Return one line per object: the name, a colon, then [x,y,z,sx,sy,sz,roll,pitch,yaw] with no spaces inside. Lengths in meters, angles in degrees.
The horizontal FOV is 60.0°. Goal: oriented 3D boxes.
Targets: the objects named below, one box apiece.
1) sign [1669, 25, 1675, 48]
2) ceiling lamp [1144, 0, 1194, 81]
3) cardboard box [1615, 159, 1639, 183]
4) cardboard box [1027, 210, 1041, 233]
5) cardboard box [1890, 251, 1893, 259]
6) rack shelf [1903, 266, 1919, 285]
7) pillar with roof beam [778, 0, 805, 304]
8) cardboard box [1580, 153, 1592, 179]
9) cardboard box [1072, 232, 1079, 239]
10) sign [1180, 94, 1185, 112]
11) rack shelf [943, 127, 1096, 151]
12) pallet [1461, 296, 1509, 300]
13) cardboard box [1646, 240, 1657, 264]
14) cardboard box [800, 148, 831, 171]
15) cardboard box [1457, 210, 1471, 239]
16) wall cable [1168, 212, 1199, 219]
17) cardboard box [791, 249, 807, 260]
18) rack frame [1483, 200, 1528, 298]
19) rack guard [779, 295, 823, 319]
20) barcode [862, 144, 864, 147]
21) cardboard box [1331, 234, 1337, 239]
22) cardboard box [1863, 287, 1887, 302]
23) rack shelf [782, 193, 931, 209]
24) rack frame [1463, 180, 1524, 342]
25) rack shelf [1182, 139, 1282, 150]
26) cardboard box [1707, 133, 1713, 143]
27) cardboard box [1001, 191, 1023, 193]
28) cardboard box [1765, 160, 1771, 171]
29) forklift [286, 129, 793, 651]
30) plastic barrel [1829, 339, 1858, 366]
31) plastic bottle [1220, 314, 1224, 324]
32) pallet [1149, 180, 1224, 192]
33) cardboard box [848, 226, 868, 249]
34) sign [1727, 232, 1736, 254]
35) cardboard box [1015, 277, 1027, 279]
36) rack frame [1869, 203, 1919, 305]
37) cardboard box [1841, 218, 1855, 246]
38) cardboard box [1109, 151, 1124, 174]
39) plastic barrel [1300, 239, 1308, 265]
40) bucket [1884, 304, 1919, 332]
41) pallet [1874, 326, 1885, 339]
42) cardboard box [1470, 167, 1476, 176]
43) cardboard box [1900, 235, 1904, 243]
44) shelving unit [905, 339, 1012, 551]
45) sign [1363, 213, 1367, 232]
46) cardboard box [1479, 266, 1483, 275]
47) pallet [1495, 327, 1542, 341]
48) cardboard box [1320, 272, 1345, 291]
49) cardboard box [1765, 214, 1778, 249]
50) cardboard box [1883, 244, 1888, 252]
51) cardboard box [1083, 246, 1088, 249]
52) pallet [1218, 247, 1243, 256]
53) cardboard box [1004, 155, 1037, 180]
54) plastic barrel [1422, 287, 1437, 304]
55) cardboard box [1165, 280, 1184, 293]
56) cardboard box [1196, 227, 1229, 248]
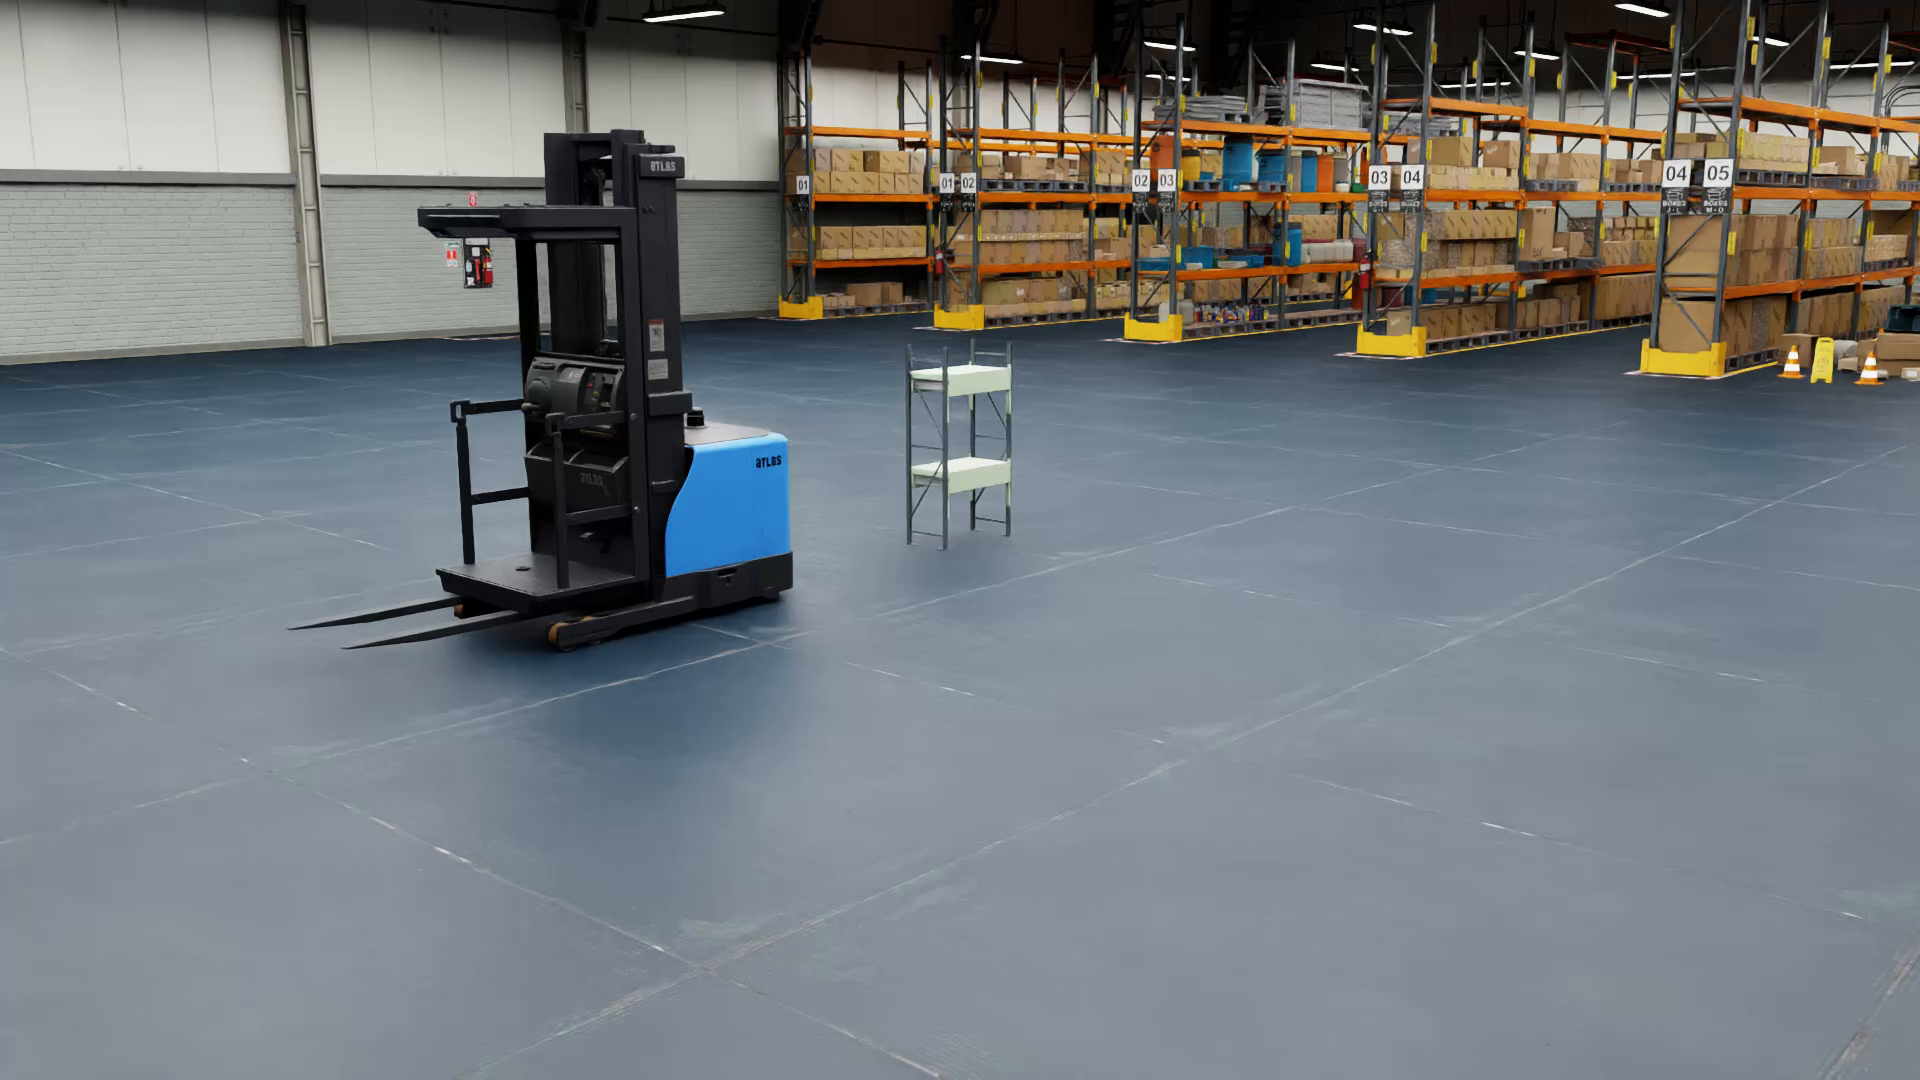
sign: [10.691,-7.545,24.922,0.100,0.325,0.005,10,15,40]
ceiling lamp: [5.746,-13.695,43.401,0.800,3.185,2.000,10,15,40]
cardboard box: [14.043,-7.898,35.599,0.797,0.503,0.637,10,15,40]
cardboard box: [1.349,-6.957,36.318,0.700,0.500,0.500,10,15,40]
cardboard box: [18.215,-5.645,32.883,0.380,0.149,0.250,9,14,38]
rack shelf: [20.330,-5.741,35.631,1.077,0.370,4.000,10,15,40]
pillar with roof beam: [-0.686,-9.211,35.853,9.100,9.000,0.400,10,15,40]
cardboard box: [12.253,-7.452,33.175,0.500,0.500,0.500,10,15,40]
cardboard box: [2.448,-6.823,37.301,0.380,0.149,0.250,9,15,39]
sign: [4.120,-8.098,30.812,0.100,0.325,0.005,10,15,40]
rack shelf: [1.311,-8.658,35.943,1.077,0.370,4.000,10,15,40]
pallet: [13.698,-6.200,43.216,1.003,0.211,1.213,10,15,40]
cardboard box: [14.916,-6.328,36.481,0.500,0.500,0.500,10,15,42]
cardboard box: [-3.296,-8.656,37.875,0.500,0.500,0.500,8,14,36]
cardboard box: [8.662,-5.567,29.358,0.500,0.500,0.500,10,15,40]
wall cable: [6.964,-9.774,51.394,0.084,1.984,1.851,10,15,40]
cardboard box: [-3.570,-6.641,38.634,0.500,0.250,0.500,10,15,41]
rack frame: [14.271,-7.684,43.525,1.000,3.000,0.127,10,15,40]
rack guard: [-3.682,-5.396,38.453,1.175,0.500,0.348,10,15,40]
barcode: [-2.333,-9.453,39.873,0.001,0.075,0.075,10,15,40]
cardboard box: [10.122,-8.196,45.834,0.500,0.500,0.500,10,15,41]
cardboard box: [17.678,-4.774,32.352,0.500,0.250,0.500,10,15,41]
rack shelf: [-2.412,-8.023,39.402,1.077,0.370,4.000,10,15,40]
rack frame: [10.070,-5.278,31.479,1.000,3.000,0.127,10,15,40]
rack shelf: [6.592,-9.835,41.836,1.077,0.370,4.000,10,15,40]
cardboard box: [11.391,-6.195,25.689,0.380,0.149,0.250,10,15,41]
cardboard box: [1.276,-9.084,43.053,0.500,0.311,0.500,10,15,40]
cardboard box: [12.389,-5.831,25.902,0.380,0.149,0.250,10,15,40]
forklift: [-2.450,-0.913,9.797,1.130,2.935,3.031,10,15,41]
plastic barrel: [14.133,-2.993,26.618,0.421,0.421,0.512,-2,11,-9]
plastic bottle: [5.209,-4.415,33.180,0.097,0.201,0.097,0,11,0]
pallet: [4.329,-6.817,32.010,1.003,0.211,1.213,10,15,40]
cardboard box: [-2.512,-7.093,38.982,0.500,0.500,0.500,9,14,39]
sign: [11.502,-4.424,24.791,0.100,0.325,0.005,10,15,40]
cardboard box: [1.430,-5.610,37.174,0.500,0.500,0.500,10,15,40]
rack frame: [19.010,-5.799,34.087,1.000,3.000,0.127,10,15,40]
cardboard box: [16.066,-5.685,30.709,0.700,0.500,0.500,10,15,40]
cardboard box: [3.427,-8.703,38.364,0.500,0.500,0.500,-10,15,-42]
plastic barrel: [7.146,-6.098,35.235,0.433,0.535,0.433,0,11,0]
bucket: [15.371,-3.444,26.773,0.620,0.611,0.726,5,7,-30]
pallet: [17.692,-4.137,32.883,1.003,0.211,1.213,10,15,40]
cardboard box: [8.962,-6.563,29.619,0.380,0.149,0.250,9,14,38]
cardboard box: [18.715,-6.050,33.392,0.380,0.149,0.250,9,15,39]
shelving unit: [-0.004,-0.734,12.559,0.431,1.500,0.755,10,15,40]
sign: [7.026,-5.487,28.762,0.100,0.325,0.005,10,15,40]
cardboard box: [9.287,-4.908,30.266,0.380,0.149,0.250,10,15,40]
pallet: [10.583,-4.025,32.327,1.003,0.211,1.213,10,15,40]
cardboard box: [10.379,-7.203,46.376,0.500,0.500,0.500,10,15,40]
cardboard box: [12.725,-5.018,27.035,0.875,0.550,0.550,10,15,40]
cardboard box: [17.864,-5.714,32.472,0.380,0.149,0.250,11,15,42]
cardboard box: [3.307,-7.995,45.674,0.380,0.149,0.250,9,15,39]
pallet: [6.552,-7.341,42.295,1.003,0.211,1.213,10,15,40]
cardboard box: [1.293,-7.975,35.636,0.500,0.500,0.500,10,15,40]
plastic barrel: [11.259,-6.195,40.353,0.600,0.901,0.708,10,15,40]
cardboard box: [5.111,-6.172,40.469,0.500,0.311,0.500,10,15,42]
cardboard box: [6.350,-7.620,41.877,0.500,0.500,0.700,-9,14,-37]
